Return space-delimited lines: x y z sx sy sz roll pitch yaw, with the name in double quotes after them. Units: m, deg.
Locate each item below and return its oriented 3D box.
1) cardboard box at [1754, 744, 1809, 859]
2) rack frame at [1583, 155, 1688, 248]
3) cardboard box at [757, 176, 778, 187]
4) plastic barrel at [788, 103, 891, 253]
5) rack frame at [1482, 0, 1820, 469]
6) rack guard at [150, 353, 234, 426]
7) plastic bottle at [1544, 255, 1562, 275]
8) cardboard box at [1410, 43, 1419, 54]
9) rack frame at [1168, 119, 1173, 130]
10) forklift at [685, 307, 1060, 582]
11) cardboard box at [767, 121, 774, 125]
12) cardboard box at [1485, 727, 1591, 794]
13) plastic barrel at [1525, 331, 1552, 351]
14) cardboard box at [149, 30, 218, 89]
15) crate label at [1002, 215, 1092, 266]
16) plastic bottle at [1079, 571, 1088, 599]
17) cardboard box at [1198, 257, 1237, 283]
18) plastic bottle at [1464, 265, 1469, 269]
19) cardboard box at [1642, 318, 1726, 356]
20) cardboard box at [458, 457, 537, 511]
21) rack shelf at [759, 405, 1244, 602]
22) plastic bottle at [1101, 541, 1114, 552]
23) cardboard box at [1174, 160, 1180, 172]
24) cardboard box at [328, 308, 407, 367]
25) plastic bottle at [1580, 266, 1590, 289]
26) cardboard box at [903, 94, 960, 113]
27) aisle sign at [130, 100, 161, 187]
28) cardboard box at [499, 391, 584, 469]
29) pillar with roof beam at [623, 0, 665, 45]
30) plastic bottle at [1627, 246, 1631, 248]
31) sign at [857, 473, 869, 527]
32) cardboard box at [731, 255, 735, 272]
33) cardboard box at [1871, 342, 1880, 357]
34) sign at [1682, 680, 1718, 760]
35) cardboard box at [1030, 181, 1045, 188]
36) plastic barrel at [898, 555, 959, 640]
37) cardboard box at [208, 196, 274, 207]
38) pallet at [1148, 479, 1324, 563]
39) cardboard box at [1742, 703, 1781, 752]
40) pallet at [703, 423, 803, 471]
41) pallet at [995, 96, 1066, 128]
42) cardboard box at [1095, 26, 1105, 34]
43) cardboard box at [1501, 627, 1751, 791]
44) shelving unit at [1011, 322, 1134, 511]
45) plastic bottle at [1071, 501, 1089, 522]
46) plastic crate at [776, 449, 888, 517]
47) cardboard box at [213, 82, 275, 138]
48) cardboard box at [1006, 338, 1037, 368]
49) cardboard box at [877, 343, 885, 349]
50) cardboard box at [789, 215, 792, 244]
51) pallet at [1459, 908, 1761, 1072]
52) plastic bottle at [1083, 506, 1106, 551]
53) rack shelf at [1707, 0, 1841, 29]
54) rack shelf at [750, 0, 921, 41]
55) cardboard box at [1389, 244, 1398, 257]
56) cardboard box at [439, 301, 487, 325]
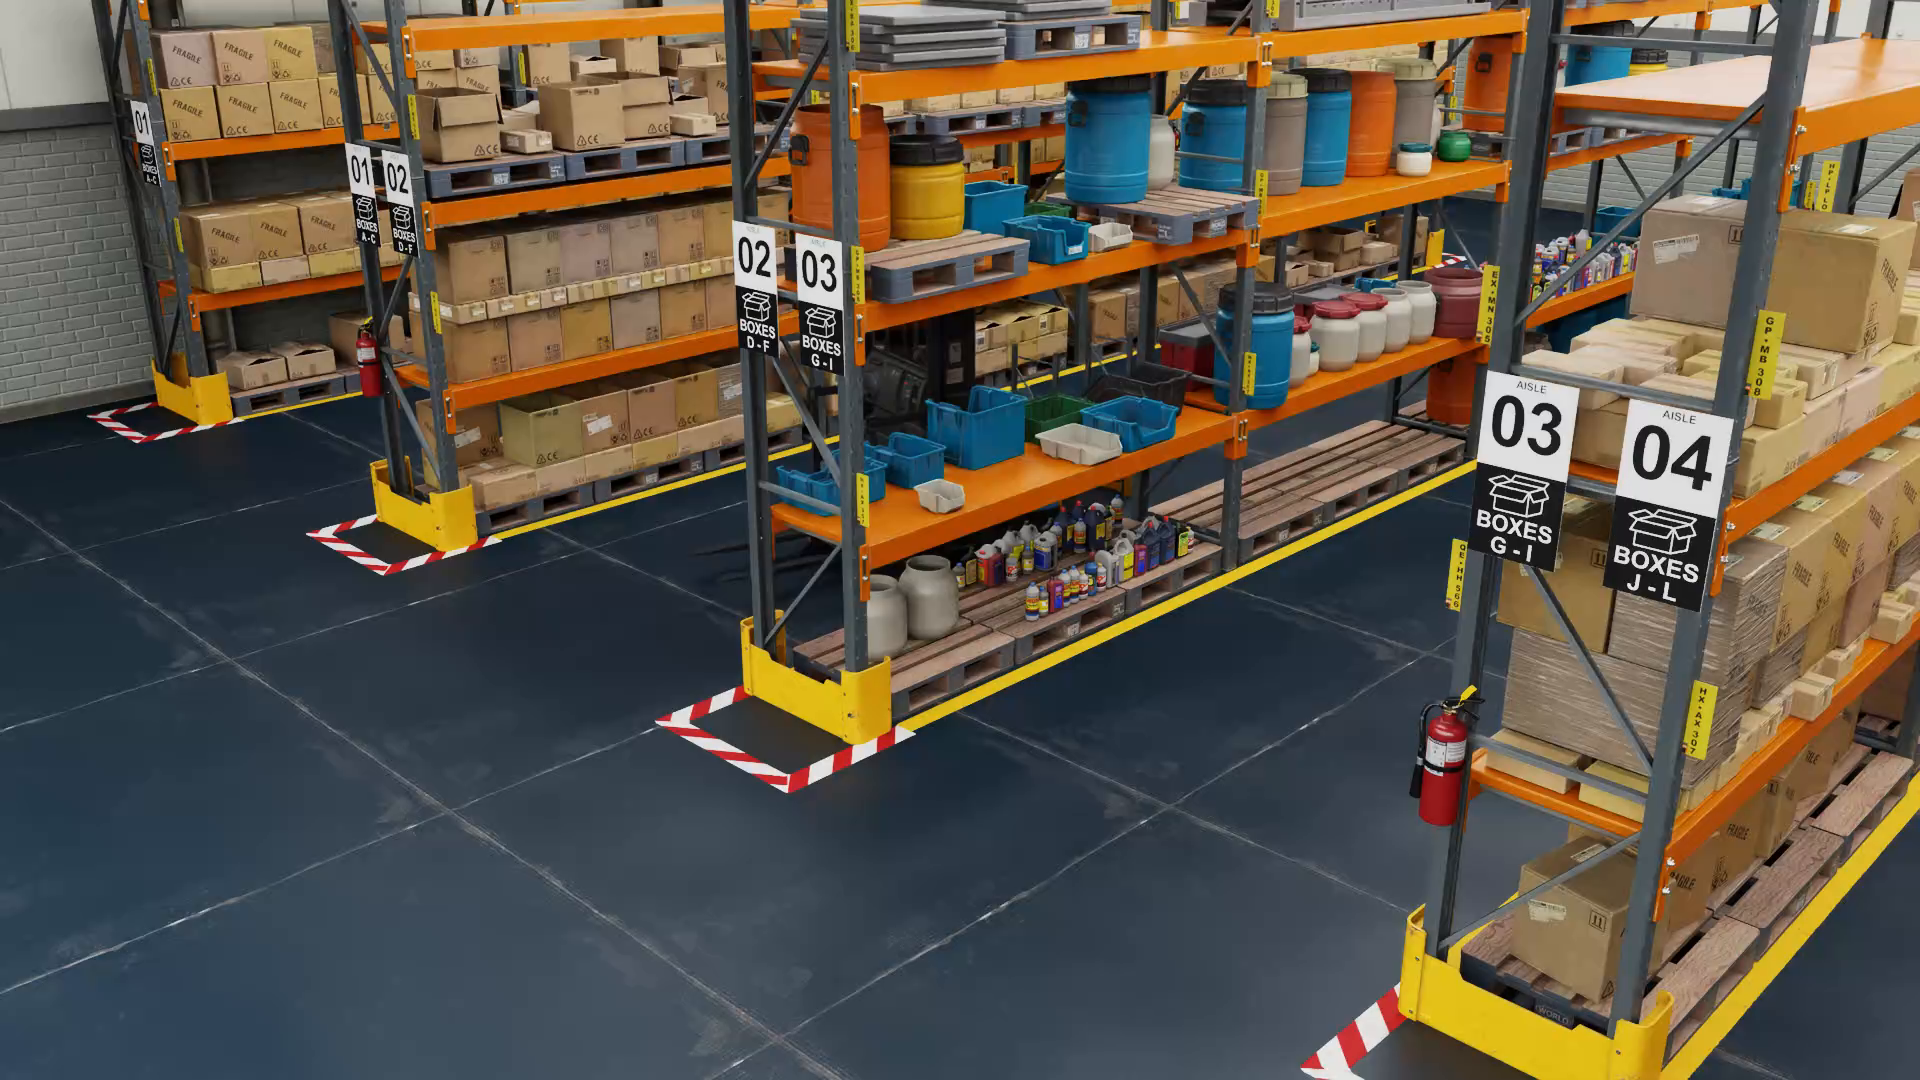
4.286 1.354 9.131 0.500 0.500 0.500 16 26 36 "cardboard box"
7.397 -3.334 18.429 1.000 3.000 0.127 19 28 41 "rack frame"
-2.812 -4.914 21.787 0.700 0.500 0.500 15 26 35 "cardboard box"
-0.726 -2.202 10.121 0.600 0.830 0.708 19 28 41 "plastic barrel"
2.575 -1.810 6.102 1.000 3.000 0.127 19 28 41 "rack frame"
-8.019 -1.581 17.354 1.175 0.500 0.348 19 28 41 "rack guard"
6.019 -2.713 16.882 0.144 0.351 0.185 19 28 41 "plastic bottle"
6.117 -6.842 22.887 0.500 0.250 0.500 19 28 41 "cardboard box"
3.089 -6.842 27.555 1.000 3.000 0.127 19 28 41 "rack frame"
-0.693 -1.235 13.064 3.031 2.935 1.130 -12 24 -29 "forklift"
-2.361 -5.511 22.468 0.500 0.250 0.500 -19 28 -41 "cardboard box"
2.626 0.983 7.548 0.380 0.149 0.250 19 28 41 "cardboard box"
6.054 -1.928 17.654 0.421 0.512 0.421 0 21 0 "plastic barrel"
-7.630 -4.690 16.215 0.500 0.500 0.500 17 27 37 "cardboard box"
0.568 -1.978 10.929 0.502 0.251 0.408 19 28 41 "crate label"
0.892 0.324 12.199 0.097 0.201 0.097 0 21 0 "plastic bottle"
3.361 -3.289 21.185 0.500 0.500 0.500 19 28 41 "cardboard box"
5.110 -2.641 16.805 0.097 0.271 0.097 0 21 0 "plastic bottle"
3.343 -0.913 7.604 0.380 0.149 0.250 20 28 41 "cardboard box"
-3.987 -0.485 14.263 0.500 0.250 0.500 19 28 41 "cardboard box"
0.421 -0.427 11.870 1.077 0.370 4.000 19 28 41 "rack shelf"
1.123 0.136 12.574 0.061 0.283 0.133 19 28 41 "plastic bottle"
2.663 -4.348 20.342 0.700 0.500 0.500 12 24 27 "cardboard box"
-6.580 -2.245 18.468 0.700 0.500 0.500 17 27 37 "cardboard box"
6.363 -2.708 16.965 0.061 0.283 0.133 19 28 41 "plastic bottle"
-0.352 -4.520 16.959 0.500 0.250 0.500 16 26 36 "cardboard box"
-7.907 -3.849 16.145 0.394 0.787 0.004 19 28 41 "aisle sign"
-3.639 -0.964 14.464 0.500 0.500 0.500 19 28 41 "cardboard box"
-0.934 -6.390 18.019 9.100 9.000 0.400 19 28 41 "pillar with roof beam"
7.252 -3.085 18.059 0.097 0.201 0.097 0 21 0 "plastic bottle"
-0.583 -0.239 9.993 0.100 0.325 0.005 19 28 41 "sign"
-2.121 -2.613 15.510 0.380 0.149 0.250 18 28 39 "cardboard box"
4.005 -0.940 7.674 0.380 0.149 0.250 19 28 40 "cardboard box"
2.964 0.722 6.670 0.100 0.325 0.005 19 28 41 "sign"
1.200 -5.528 26.133 0.380 0.149 0.250 18 27 39 "cardboard box"
-0.220 0.399 11.600 0.421 0.512 0.421 0 21 0 "plastic barrel"
-7.537 -3.319 17.527 0.500 0.500 0.500 -20 29 -41 "cardboard box"
2.336 -0.187 14.129 1.003 0.211 1.213 19 28 41 "pallet"
3.657 0.842 7.914 0.380 0.149 0.250 19 28 41 "cardboard box"
-2.315 -1.023 16.302 1.003 0.211 1.213 19 28 41 "pallet"
0.651 -4.661 17.965 1.003 0.211 1.213 -19 28 -40 "pallet"
1.369 -5.570 18.534 0.500 0.500 0.500 19 28 41 "cardboard box"
2.978 0.671 7.457 0.875 0.500 0.500 19 28 41 "cardboard box"
0.980 -1.040 14.552 0.587 1.500 1.083 18 28 39 "shelving unit"
0.956 -0.143 13.205 0.185 0.351 0.144 -19 28 -41 "plastic bottle"
-0.839 -0.383 10.960 0.499 0.251 0.616 19 28 41 "plastic crate"
-7.260 -4.337 16.692 0.500 0.500 0.500 -18 27 -39 "cardboard box"
0.511 -2.129 18.542 0.500 0.250 0.500 19 28 40 "cardboard box"
-0.910 -1.864 17.070 0.500 0.311 0.500 19 28 40 "cardboard box"
-1.884 -4.134 22.922 0.750 0.750 0.750 19 28 40 "cardboard box"
3.220 2.073 8.250 1.003 0.211 1.213 19 28 41 "pallet"
1.059 -0.106 13.112 0.144 0.351 0.185 19 28 41 "plastic bottle"
8.792 -6.126 18.891 1.077 0.370 4.000 19 28 41 "rack shelf"
-0.335 -5.310 16.769 1.077 0.370 4.000 19 28 41 "rack shelf"
6.091 -4.202 24.025 0.380 0.166 0.250 19 28 41 "cardboard box"
-4.092 -1.886 13.619 0.380 0.149 0.250 19 28 40 "cardboard box"
